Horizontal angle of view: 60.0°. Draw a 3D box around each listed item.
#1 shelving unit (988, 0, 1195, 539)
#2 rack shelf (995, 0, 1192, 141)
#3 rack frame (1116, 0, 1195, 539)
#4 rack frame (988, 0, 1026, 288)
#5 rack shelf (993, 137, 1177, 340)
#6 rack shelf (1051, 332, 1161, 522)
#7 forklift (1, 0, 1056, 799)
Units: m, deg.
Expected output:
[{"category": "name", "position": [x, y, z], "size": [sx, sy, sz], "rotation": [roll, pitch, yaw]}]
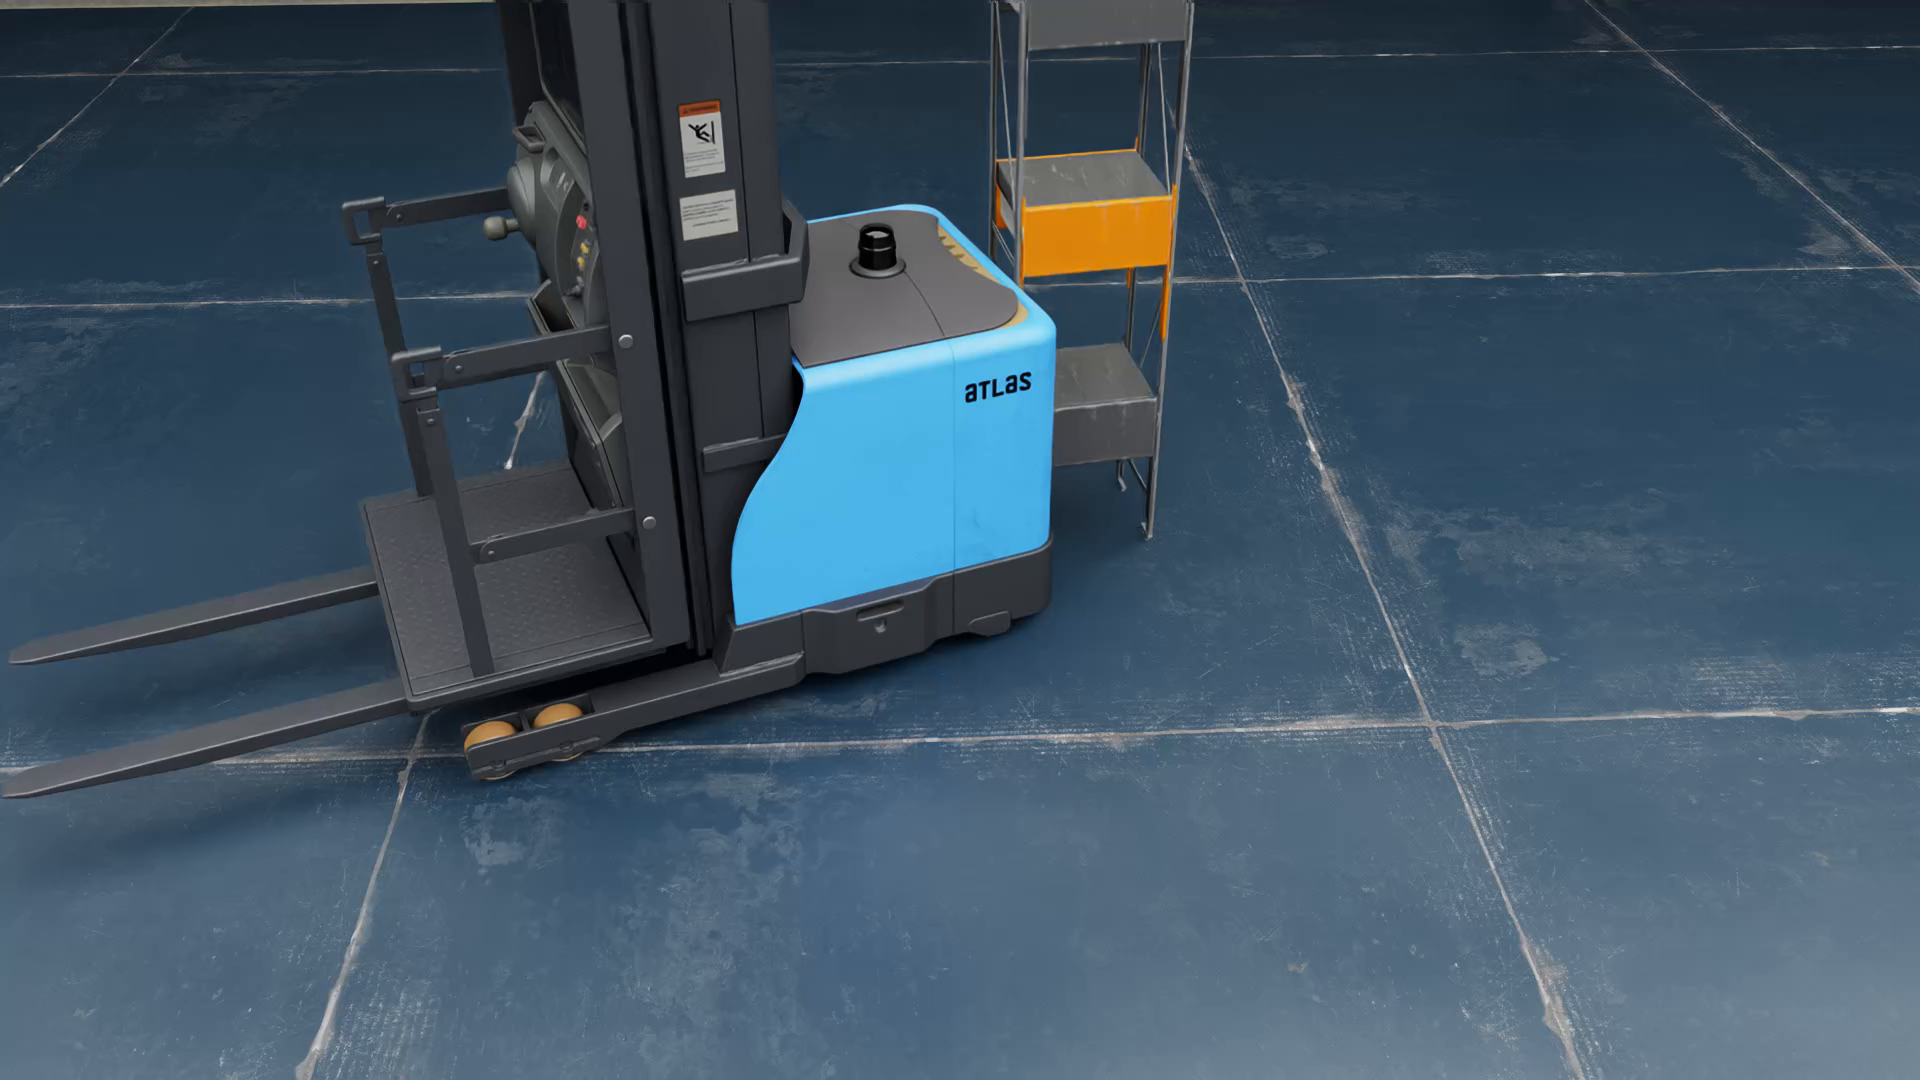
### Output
[{"category": "shelving unit", "position": [0.378, -0.951, 5.278], "size": [0.503, 2.100, 0.431], "rotation": [-7, 35, -10]}, {"category": "rack shelf", "position": [0.378, -1.515, 4.888], "size": [0.480, 0.518, 0.431], "rotation": [-7, 35, -10]}, {"category": "rack frame", "position": [0.617, -0.979, 5.319], "size": [0.015, 2.100, 0.400], "rotation": [-7, 35, -10]}, {"category": "rack frame", "position": [0.139, -0.923, 5.238], "size": [0.015, 2.100, 0.400], "rotation": [-7, 35, -10]}, {"category": "rack shelf", "position": [0.378, -0.939, 5.286], "size": [0.480, 0.518, 0.431], "rotation": [-7, 35, -10]}, {"category": "rack shelf", "position": [0.378, -0.364, 5.685], "size": [0.480, 0.518, 0.431], "rotation": [-7, 35, -10]}, {"category": "forklift", "position": [-1.270, -0.862, 4.421], "size": [3.031, 2.935, 1.130], "rotation": [-14, 37, -19]}]
